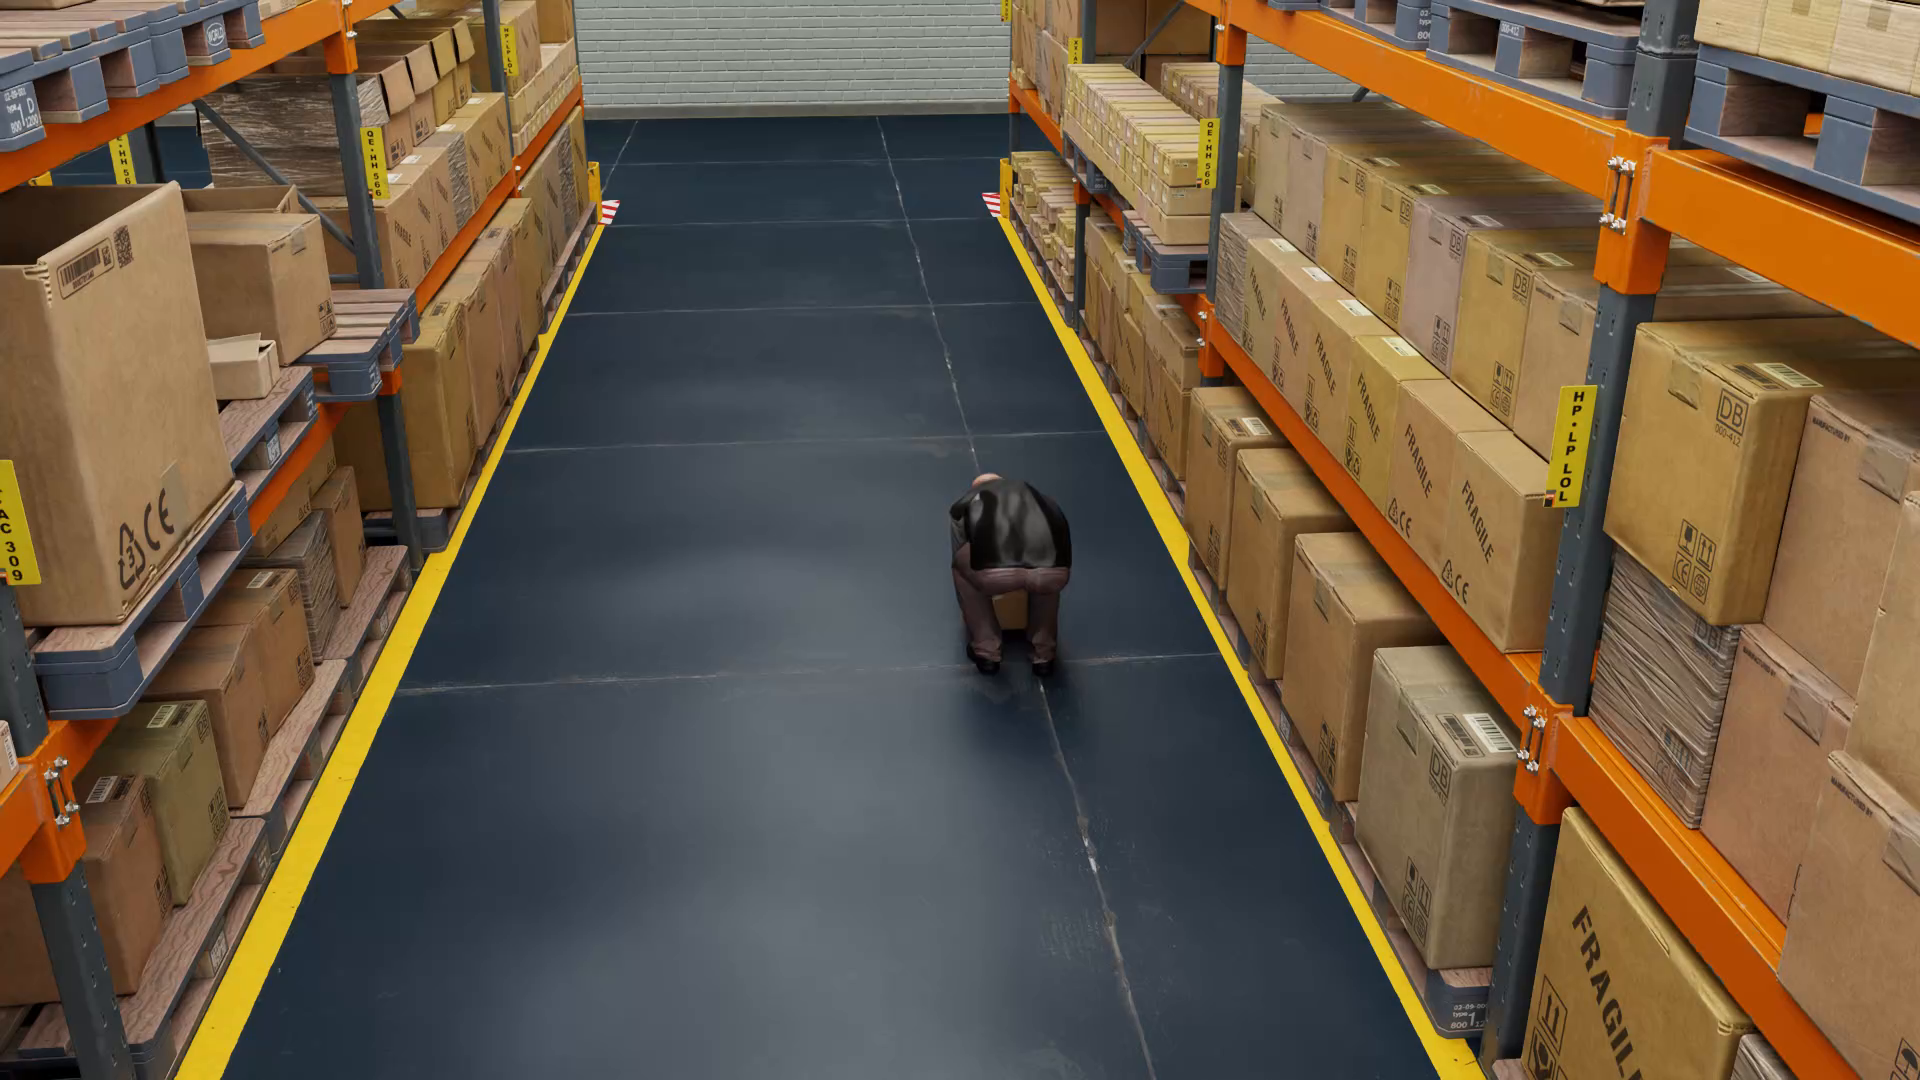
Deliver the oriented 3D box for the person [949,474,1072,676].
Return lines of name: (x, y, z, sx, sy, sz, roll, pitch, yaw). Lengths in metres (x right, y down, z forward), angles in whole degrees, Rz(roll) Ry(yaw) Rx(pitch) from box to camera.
person: (0.214, 0.124, 7.483, 0.500, 0.849, 0.952, -3, 24, -7)
